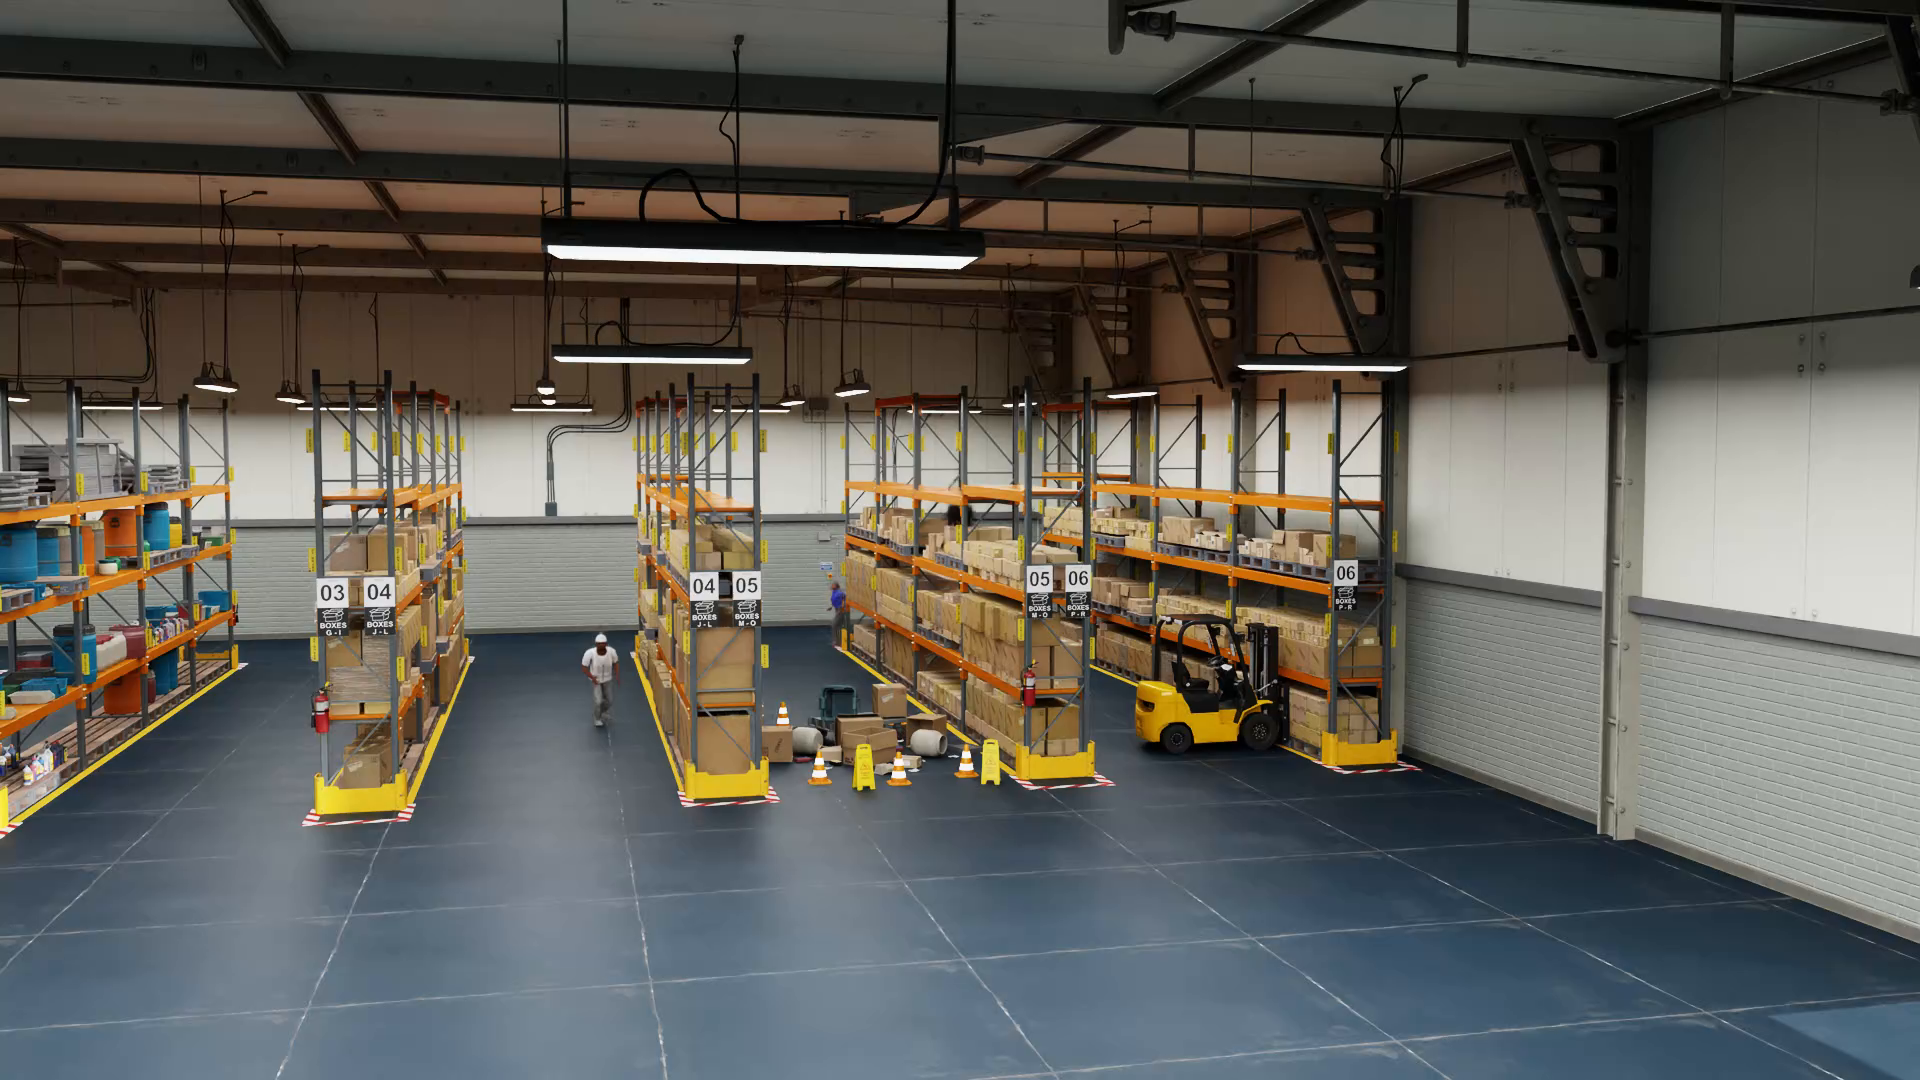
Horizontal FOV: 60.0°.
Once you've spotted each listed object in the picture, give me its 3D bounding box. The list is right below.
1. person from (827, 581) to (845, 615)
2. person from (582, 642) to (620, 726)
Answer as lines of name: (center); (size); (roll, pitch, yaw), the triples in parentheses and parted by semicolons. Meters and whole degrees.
person: (-3.073, 1.435, 41.328); (0.460, 0.811, 0.570); (-1, 4, -21)
person: (-6.396, 2.489, 29.459); (0.671, 1.628, 0.778); (-2, 4, -31)
